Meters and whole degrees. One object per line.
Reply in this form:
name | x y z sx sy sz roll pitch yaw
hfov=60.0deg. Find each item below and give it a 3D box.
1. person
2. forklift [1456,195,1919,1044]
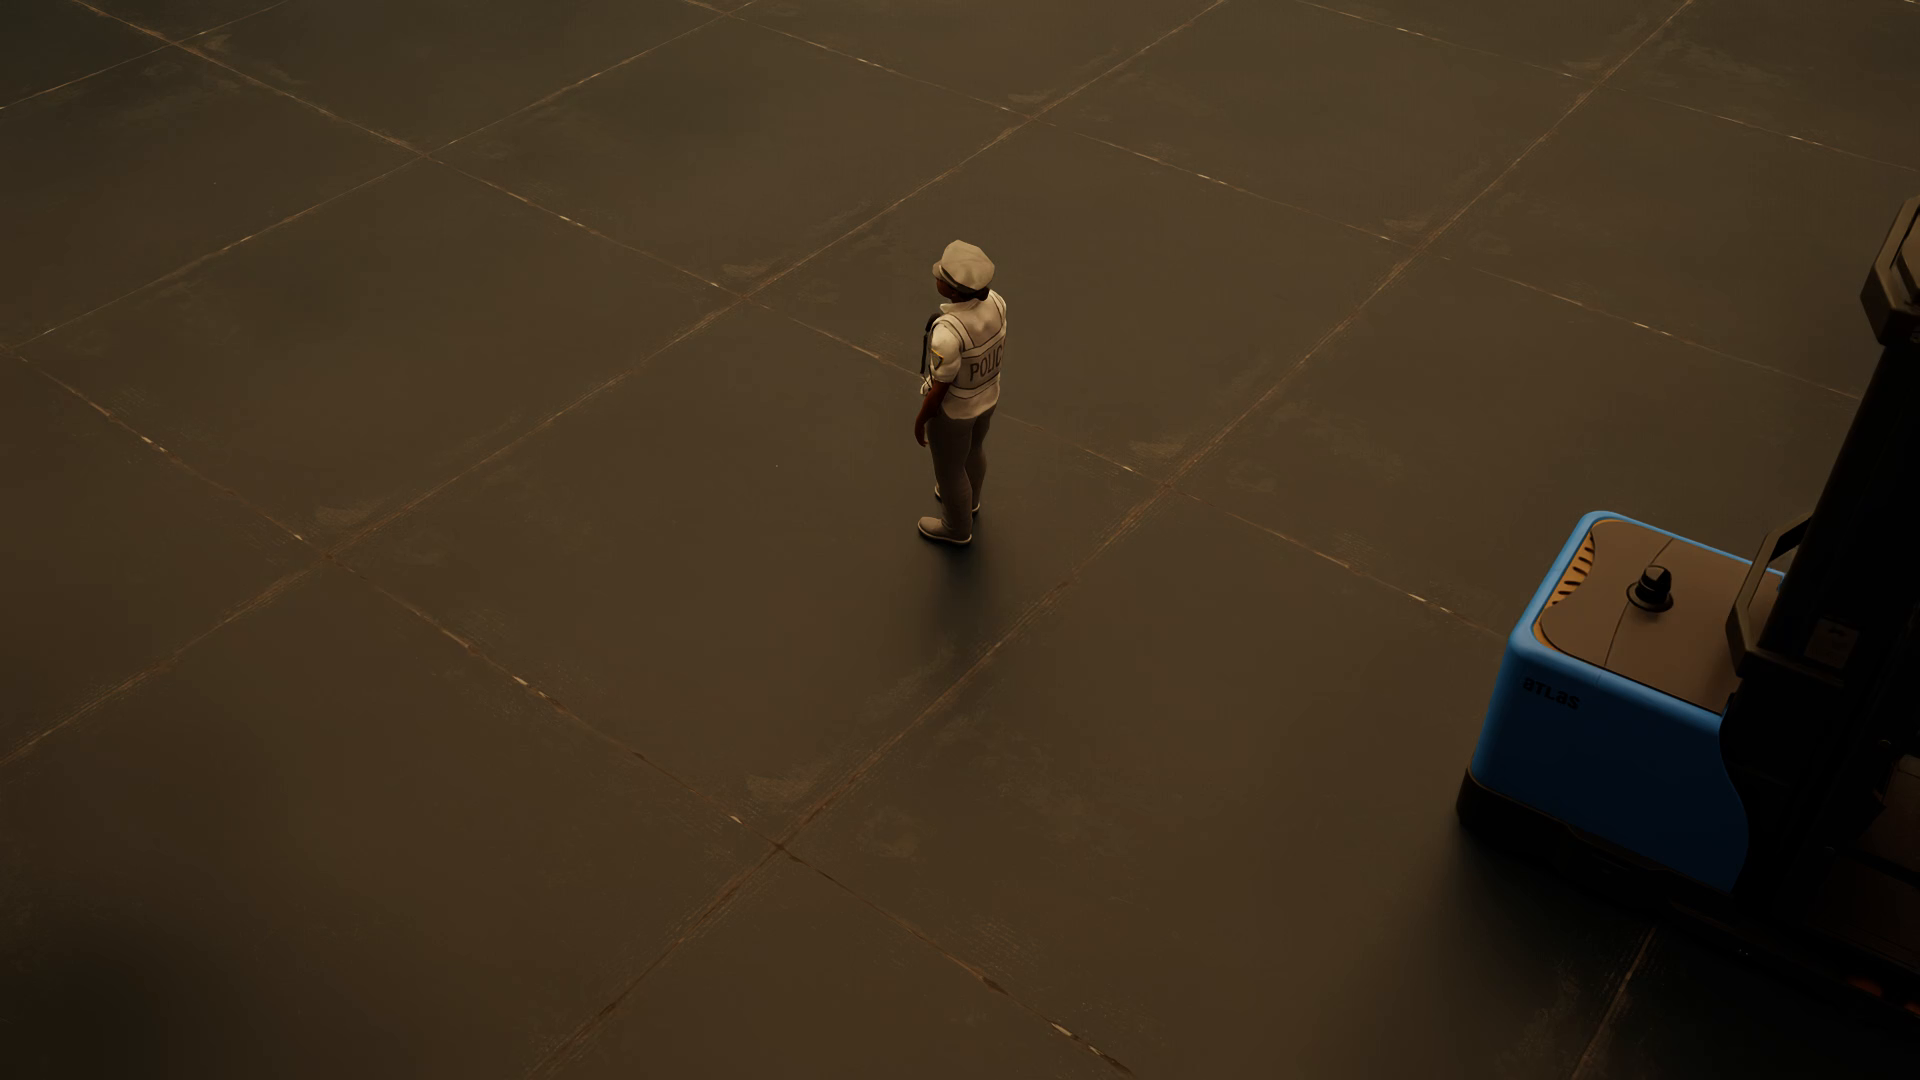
person | -0.047 -0.690 7.826 0.530 1.694 0.569 26 47 28
forklift | 3.571 0.349 5.665 3.031 2.935 1.130 24 46 25
